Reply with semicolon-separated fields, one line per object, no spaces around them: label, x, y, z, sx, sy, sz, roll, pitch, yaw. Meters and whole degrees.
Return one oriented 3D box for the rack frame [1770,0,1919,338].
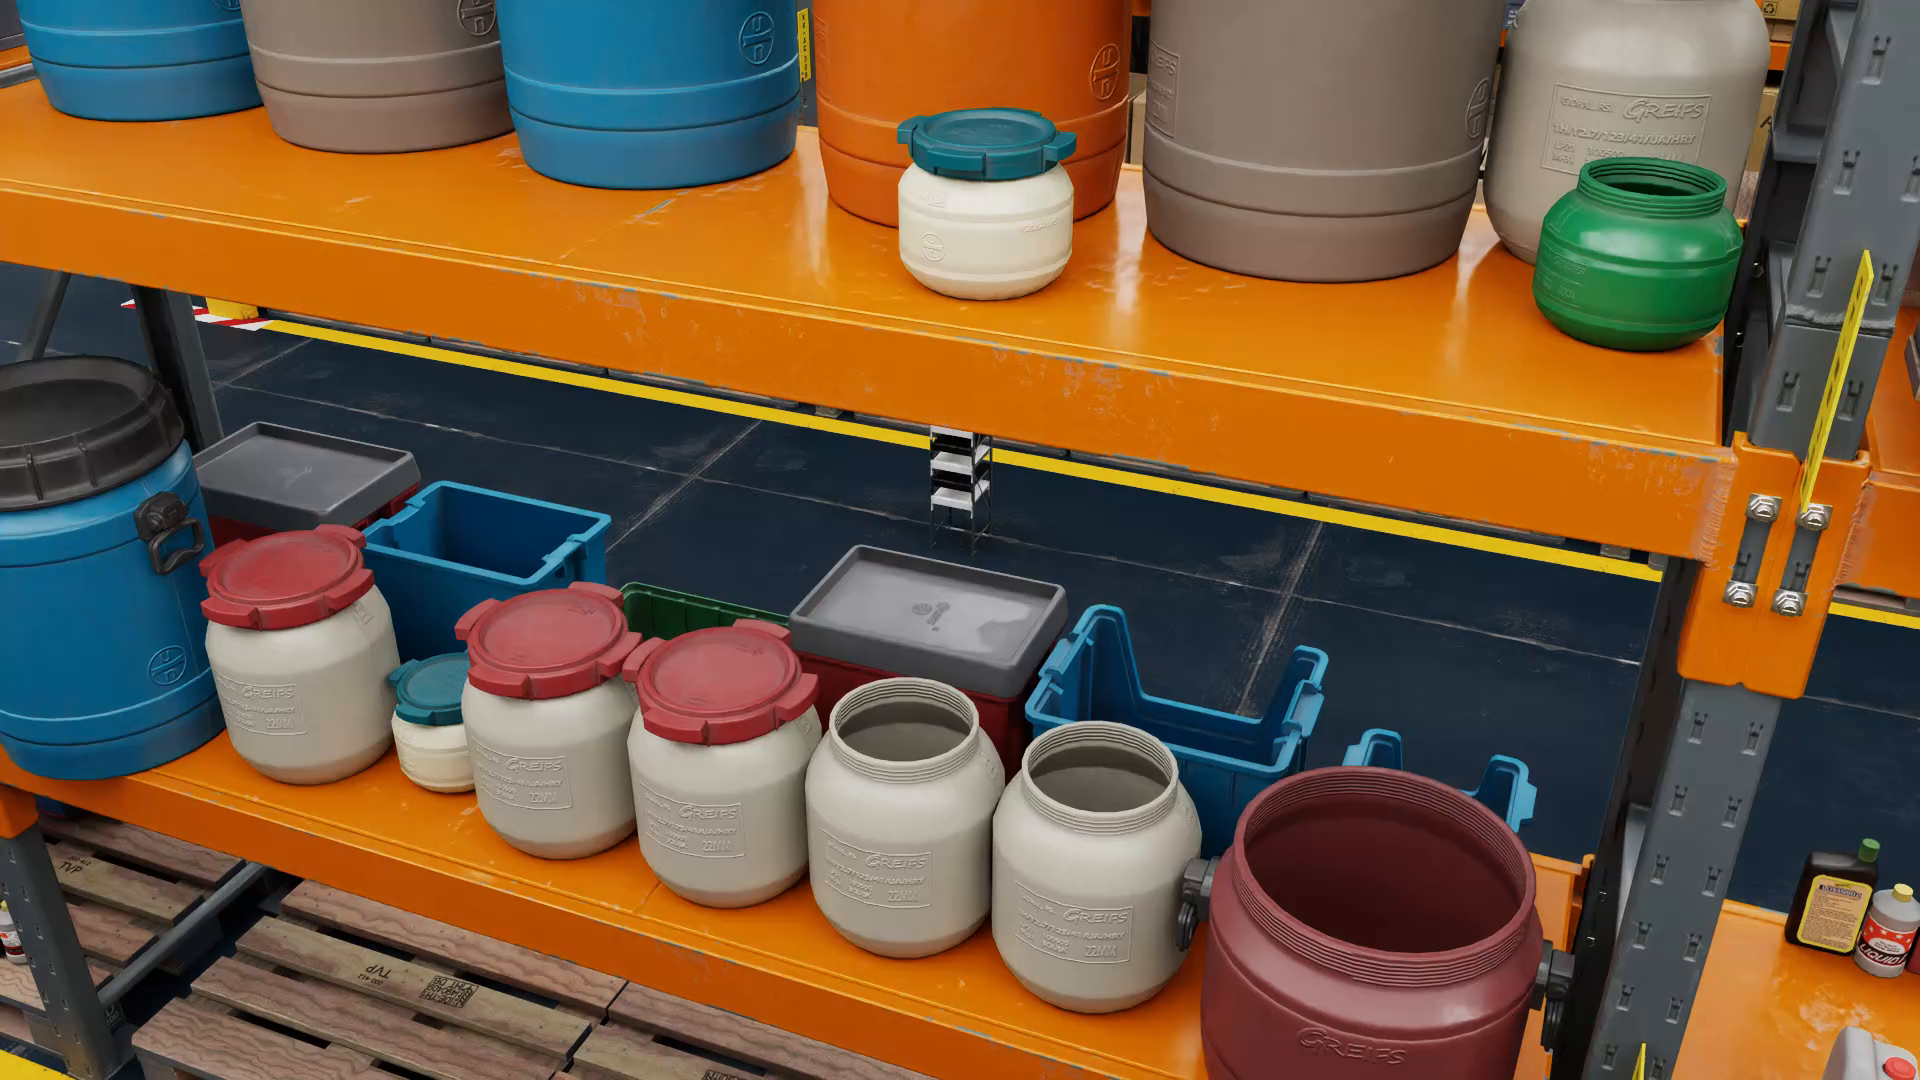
rack frame;1.309;-1.801;1.791;0.127;3.000;1.000;11;31;19

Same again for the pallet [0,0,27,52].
pallet;-3.103;-1.242;4.042;1.003;0.211;1.213;11;31;19

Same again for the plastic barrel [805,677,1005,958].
plastic barrel;-0.115;0.591;3.542;0.421;0.512;0.421;0;29;0

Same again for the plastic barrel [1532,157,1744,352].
plastic barrel;1.061;-0.450;2.607;0.294;0.245;0.294;0;29;0

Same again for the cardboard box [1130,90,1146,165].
cardboard box;1.126;-1.891;7.945;0.500;0.500;0.500;11;31;19

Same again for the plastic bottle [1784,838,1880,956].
plastic bottle;1.845;0.742;3.507;0.133;0.283;0.061;11;31;19

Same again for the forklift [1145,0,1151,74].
forklift;1.834;-2.612;9.392;3.031;2.935;1.130;10;31;18

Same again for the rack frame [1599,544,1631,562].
rack frame;3.175;-1.447;7.262;0.127;3.000;1.000;11;31;19

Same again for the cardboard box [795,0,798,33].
cardboard box;-0.945;-2.875;8.367;0.500;0.500;0.700;11;31;19

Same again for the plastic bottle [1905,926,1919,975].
plastic bottle;2.058;0.785;3.432;0.133;0.283;0.061;11;31;19

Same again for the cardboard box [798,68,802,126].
cardboard box;-0.945;-2.310;8.686;0.500;0.500;0.700;10;31;18

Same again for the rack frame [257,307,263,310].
rack frame;-4.238;-2.927;9.880;0.127;3.000;1.000;11;31;19

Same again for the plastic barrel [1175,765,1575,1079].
plastic barrel;0.765;0.804;3.141;0.708;0.536;0.600;11;31;19

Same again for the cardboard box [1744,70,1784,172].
cardboard box;5.666;-2.757;11.338;0.750;0.750;0.750;11;31;18

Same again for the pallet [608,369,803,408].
pallet;-1.253;-1.139;9.551;1.213;0.211;1.003;11;31;19

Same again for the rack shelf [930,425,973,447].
rack shelf;0.008;-0.518;7.454;0.200;0.077;0.258;11;31;19

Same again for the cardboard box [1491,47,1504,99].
cardboard box;3.843;-3.380;12.012;0.500;0.250;0.500;12;32;20

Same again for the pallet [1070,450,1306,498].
pallet;1.300;-0.630;8.649;1.213;0.211;1.003;11;31;19

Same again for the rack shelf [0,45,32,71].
rack shelf;-4.251;-1.292;4.670;4.000;0.370;1.077;11;31;19

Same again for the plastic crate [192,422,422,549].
plastic crate;-1.834;-0.007;4.649;0.583;0.464;0.402;11;31;19

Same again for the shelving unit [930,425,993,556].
shelving unit;0.008;-0.390;7.526;0.210;0.900;0.258;11;31;19

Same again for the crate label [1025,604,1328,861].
crate label;0.490;0.488;3.802;0.616;0.435;0.502;11;31;19

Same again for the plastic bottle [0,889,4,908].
plastic bottle;-3.048;0.979;5.214;0.185;0.351;0.144;11;31;19

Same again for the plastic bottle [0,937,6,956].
plastic bottle;-2.967;1.123;5.028;0.133;0.283;0.061;13;32;22

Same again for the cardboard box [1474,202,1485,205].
cardboard box;2.238;-1.378;7.395;0.250;0.149;0.380;11;31;19

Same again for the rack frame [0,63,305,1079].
rack frame;-2.397;0.071;4.576;0.127;3.000;1.000;11;31;19

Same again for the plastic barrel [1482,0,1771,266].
plastic barrel;1.137;-0.741;2.850;0.421;0.512;0.421;0;29;0

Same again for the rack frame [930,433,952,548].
rack frame;-0.087;-0.409;7.559;0.006;0.900;0.240;11;31;19

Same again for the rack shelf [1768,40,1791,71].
rack shelf;6.887;-3.023;10.781;4.000;0.370;1.077;11;31;19

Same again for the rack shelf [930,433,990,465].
rack shelf;0.008;-0.440;7.498;0.200;0.077;0.258;11;31;19

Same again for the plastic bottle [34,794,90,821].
plastic bottle;-3.043;0.760;5.602;0.185;0.351;0.144;11;31;19

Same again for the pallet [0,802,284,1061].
pallet;-3.004;1.142;5.516;1.213;0.211;1.003;11;31;19

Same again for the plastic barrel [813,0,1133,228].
plastic barrel;0.024;-1.054;3.081;0.708;0.830;0.600;11;31;19

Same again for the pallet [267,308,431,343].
pallet;-3.514;-1.591;10.350;1.213;0.211;1.003;11;31;19

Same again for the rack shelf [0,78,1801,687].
rack shelf;-0.544;-0.552;3.361;4.000;0.370;1.077;11;31;19

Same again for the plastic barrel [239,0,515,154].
plastic barrel;-1.238;-1.337;3.509;0.600;0.901;0.600;0;29;0

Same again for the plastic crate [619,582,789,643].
plastic crate;-0.677;0.357;4.286;0.662;0.188;0.450;11;31;19

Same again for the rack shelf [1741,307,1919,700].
rack shelf;3.163;0.188;2.051;4.000;0.370;1.077;11;31;19

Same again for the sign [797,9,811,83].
sign;-0.739;-2.345;7.890;0.005;0.325;0.100;11;31;19

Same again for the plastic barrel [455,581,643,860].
plastic barrel;-0.913;0.424;3.813;0.433;0.535;0.433;0;29;0

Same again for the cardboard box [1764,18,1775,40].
cardboard box;5.252;-3.439;11.021;0.250;0.149;0.380;11;31;18

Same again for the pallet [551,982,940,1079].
pallet;-0.521;1.637;4.639;1.213;0.211;1.003;11;31;19

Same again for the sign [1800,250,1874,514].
sign;1.109;-0.197;2.109;0.005;0.325;0.100;11;31;19

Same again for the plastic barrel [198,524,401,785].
plastic barrel;-1.593;0.289;4.053;0.433;0.535;0.433;0;29;0

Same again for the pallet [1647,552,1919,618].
pallet;3.853;-0.078;7.673;1.213;0.211;1.003;11;31;19
